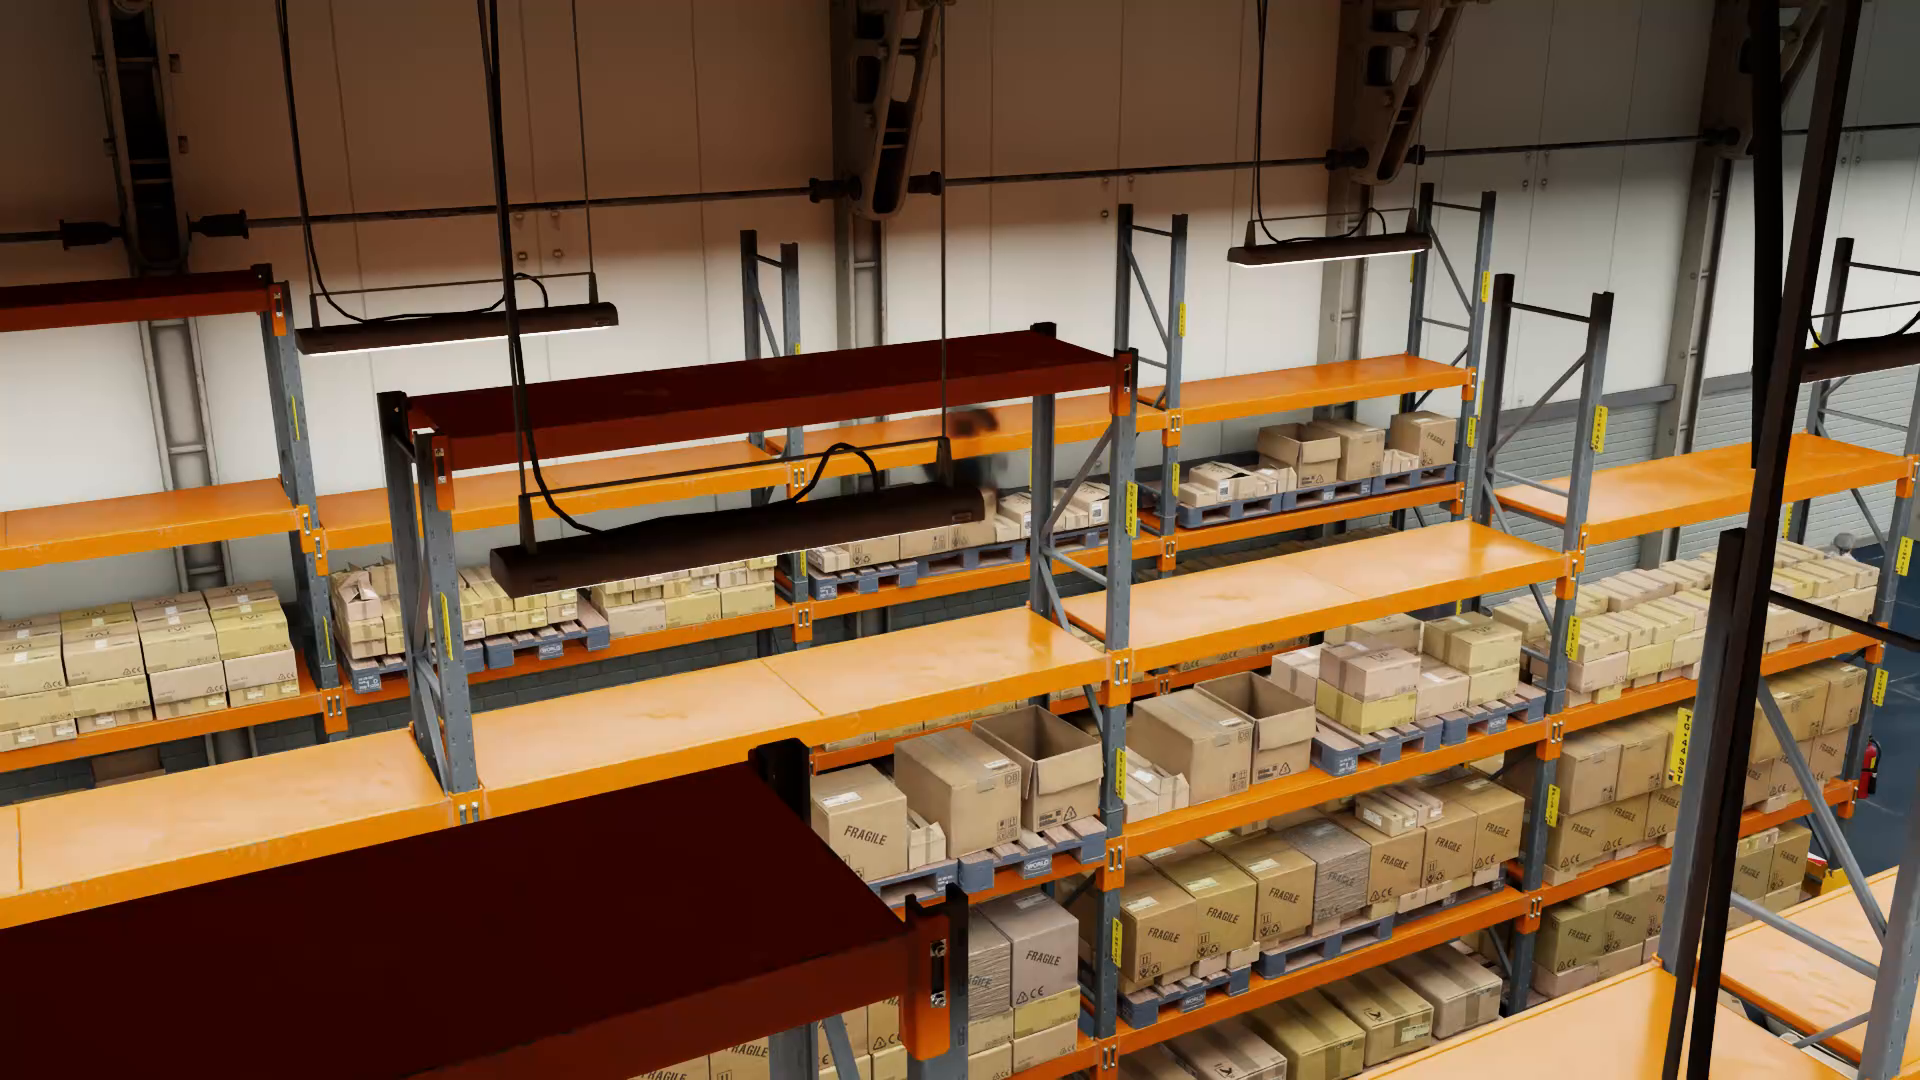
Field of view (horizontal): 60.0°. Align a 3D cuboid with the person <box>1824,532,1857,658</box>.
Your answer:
[{"bbox_3d":[10.957,0.691,20.790,0.538,1.666,0.658,-15,23,-37],"label":"person"}]
